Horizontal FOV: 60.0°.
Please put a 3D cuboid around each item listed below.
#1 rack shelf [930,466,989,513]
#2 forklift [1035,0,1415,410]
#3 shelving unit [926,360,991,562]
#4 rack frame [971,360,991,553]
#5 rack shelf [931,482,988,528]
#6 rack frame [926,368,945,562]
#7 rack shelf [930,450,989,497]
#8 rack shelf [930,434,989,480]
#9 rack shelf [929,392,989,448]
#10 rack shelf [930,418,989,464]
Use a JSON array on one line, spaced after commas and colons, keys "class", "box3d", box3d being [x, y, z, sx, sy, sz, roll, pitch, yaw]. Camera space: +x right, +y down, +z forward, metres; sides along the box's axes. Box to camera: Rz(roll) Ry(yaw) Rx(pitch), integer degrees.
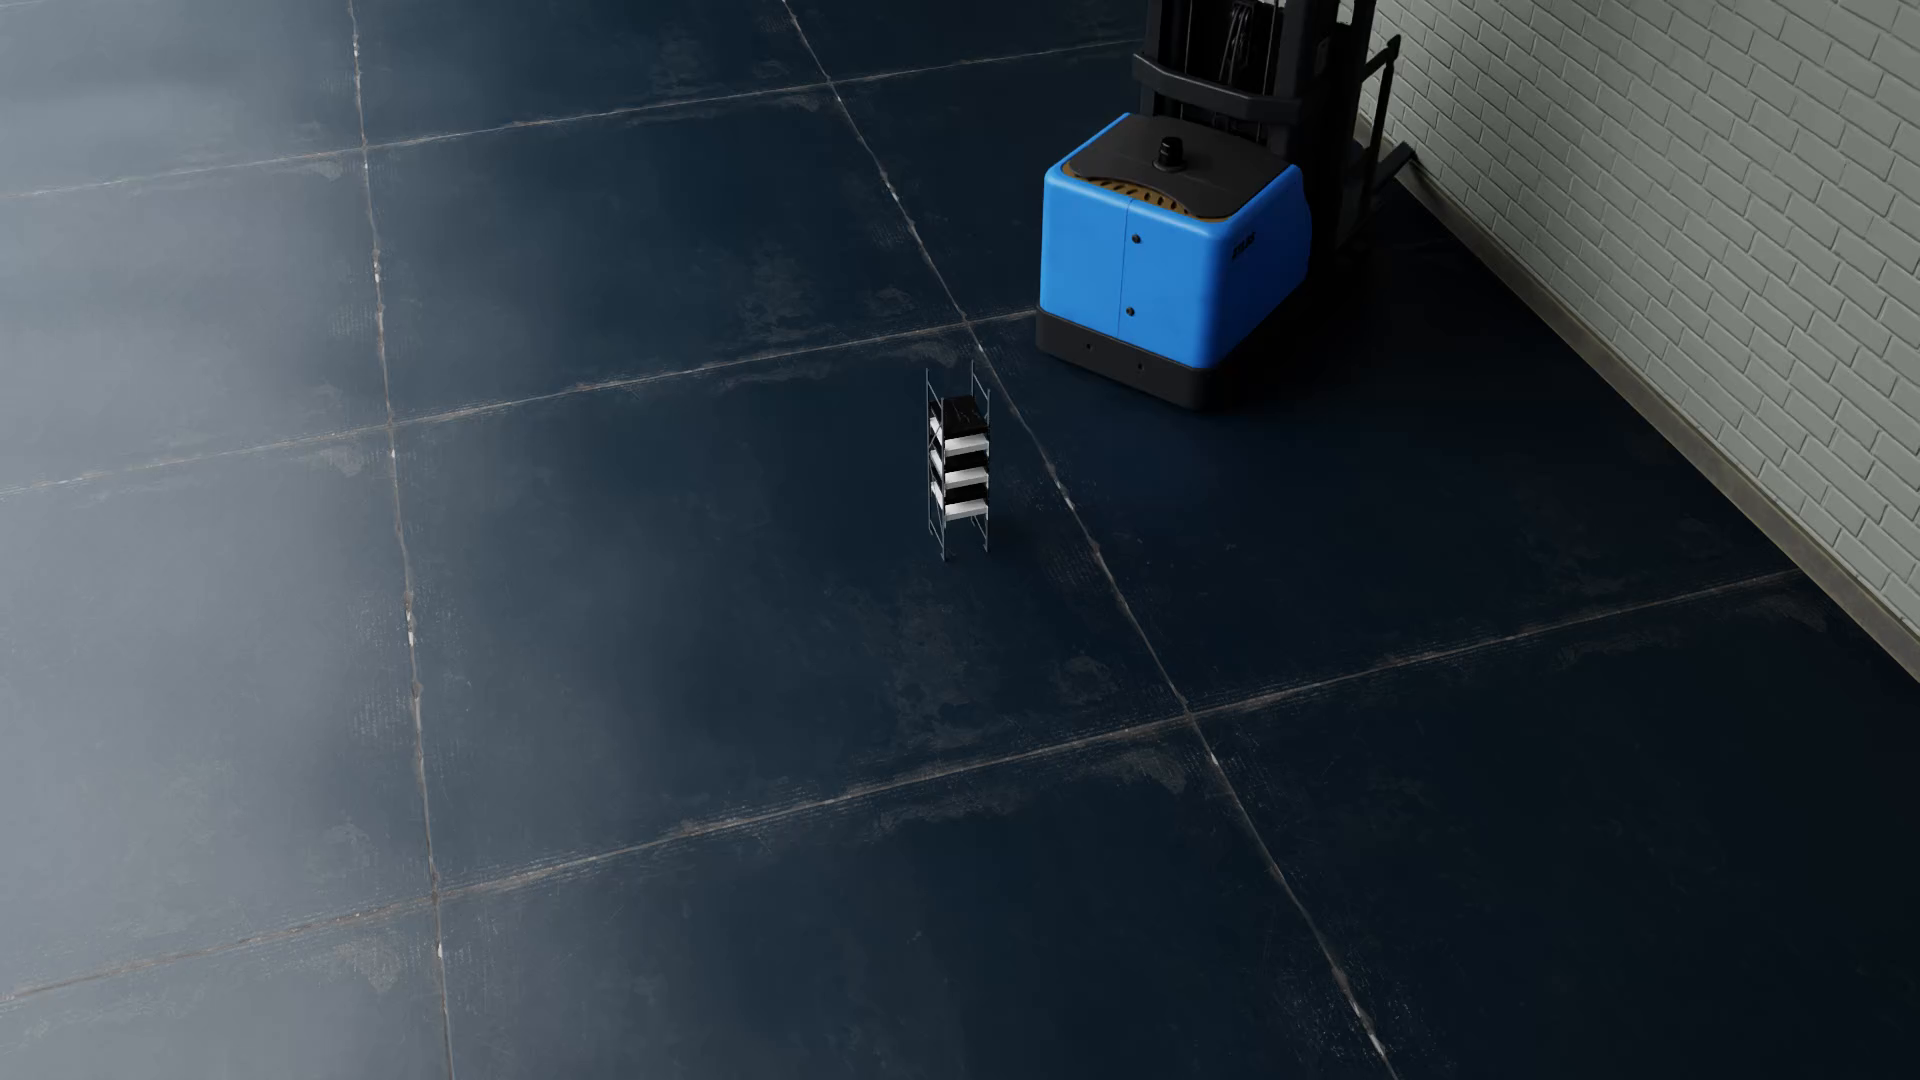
[{"class": "rack shelf", "box3d": [-0.008, -0.244, 7.383, 0.200, 0.077, 0.258, -12, 42, -13]}, {"class": "forklift", "box3d": [1.654, -2.676, 8.434, 1.130, 2.935, 3.031, 25, 47, 26]}, {"class": "shelving unit", "box3d": [-0.008, -0.337, 7.302, 0.210, 0.900, 0.258, -12, 42, -13]}, {"class": "rack frame", "box3d": [0.089, -0.357, 7.325, 0.006, 0.900, 0.240, -12, 42, -13]}, {"class": "rack shelf", "box3d": [-0.008, -0.177, 7.442, 0.200, 0.077, 0.258, -12, 42, -13]}, {"class": "rack frame", "box3d": [-0.105, -0.317, 7.279, 0.006, 0.900, 0.240, -12, 42, -13]}, {"class": "rack shelf", "box3d": [-0.008, -0.312, 7.324, 0.200, 0.077, 0.258, -12, 42, -13]}, {"class": "rack shelf", "box3d": [-0.008, -0.380, 7.264, 0.200, 0.077, 0.258, -12, 42, -13]}, {"class": "rack shelf", "box3d": [-0.008, -0.516, 7.146, 0.200, 0.077, 0.258, -12, 42, -13]}, {"class": "rack shelf", "box3d": [-0.008, -0.448, 7.205, 0.200, 0.077, 0.258, -12, 42, -13]}]
